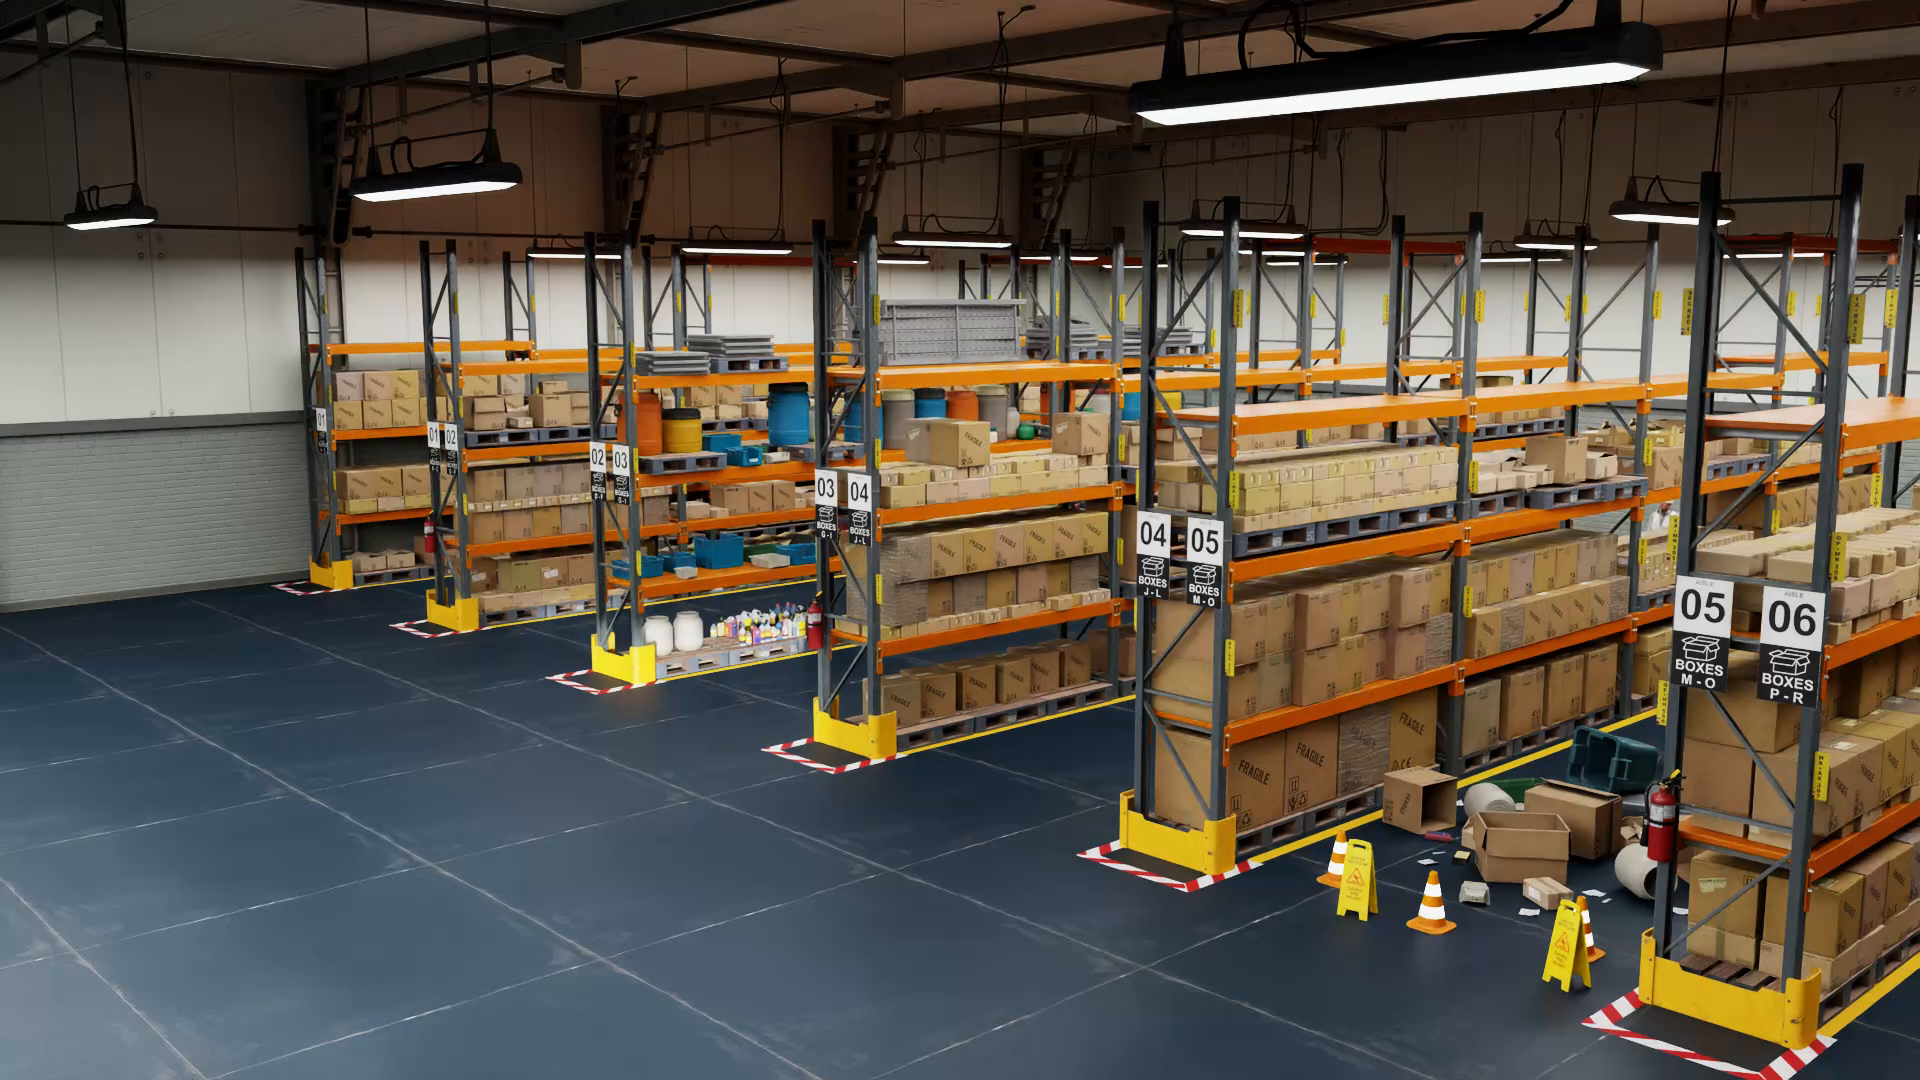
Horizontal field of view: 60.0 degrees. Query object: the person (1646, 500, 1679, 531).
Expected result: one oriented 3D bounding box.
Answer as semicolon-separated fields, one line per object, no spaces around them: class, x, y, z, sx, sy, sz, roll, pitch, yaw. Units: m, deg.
person;12.276;0.057;29.042;0.600;1.721;1.084;8;12;44
